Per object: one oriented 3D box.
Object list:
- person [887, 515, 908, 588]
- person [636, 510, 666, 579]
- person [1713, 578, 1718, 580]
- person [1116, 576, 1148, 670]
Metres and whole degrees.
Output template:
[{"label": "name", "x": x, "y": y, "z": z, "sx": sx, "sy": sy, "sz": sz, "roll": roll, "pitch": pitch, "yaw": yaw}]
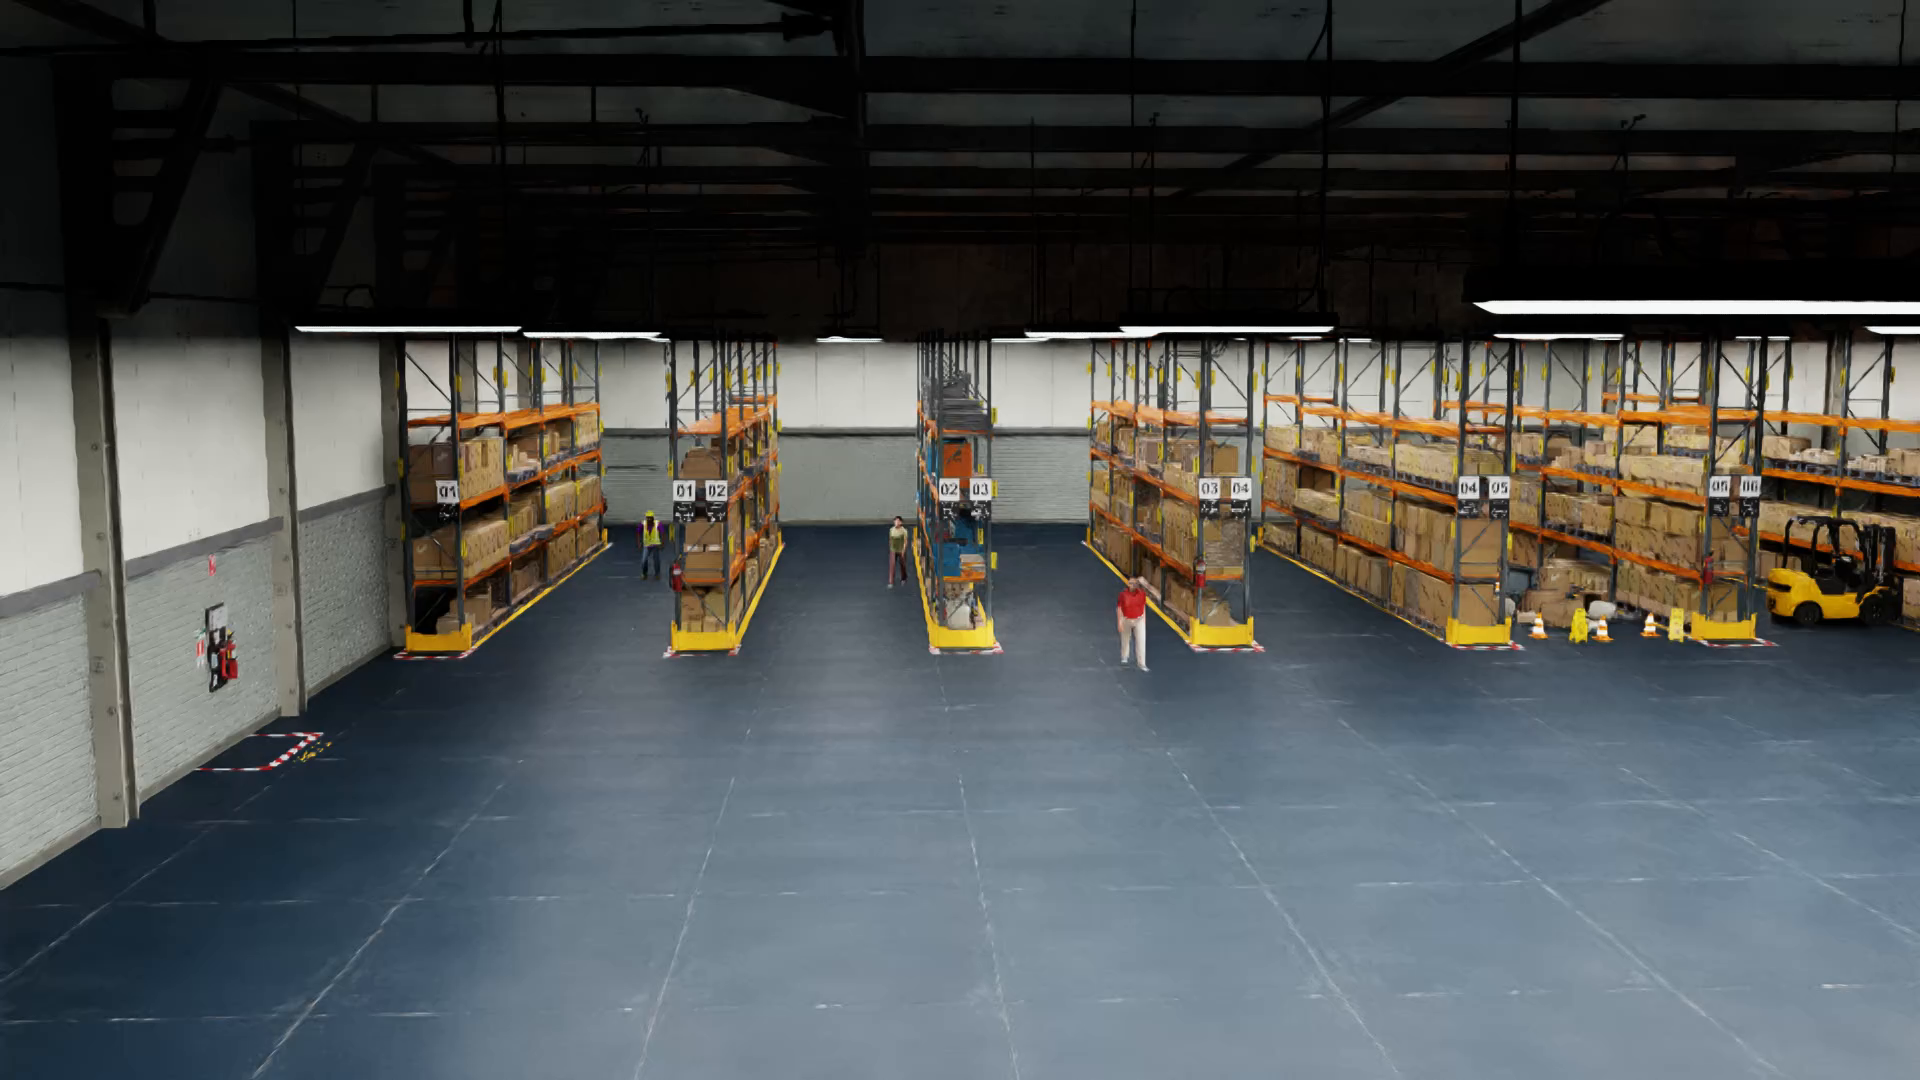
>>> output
[{"label": "person", "x": -1.376, "y": 0.246, "z": 37.267, "sx": 0.446, "sy": 1.600, "sz": 1.019, "roll": 1, "pitch": 7, "yaw": 6}, {"label": "person", "x": -7.517, "y": 0.118, "z": 40.437, "sx": 0.719, "sy": 1.714, "sz": 0.578, "roll": 0, "pitch": 7, "yaw": -4}, {"label": "person", "x": 17.833, "y": 0.143, "z": 39.723, "sx": 0.588, "sy": 1.784, "sz": 0.663, "roll": 3, "pitch": 7, "yaw": 21}, {"label": "person", "x": 3.030, "y": 1.438, "z": 29.335, "sx": 0.542, "sy": 1.645, "sz": 1.126, "roll": 0, "pitch": 7, "yaw": -1}]
